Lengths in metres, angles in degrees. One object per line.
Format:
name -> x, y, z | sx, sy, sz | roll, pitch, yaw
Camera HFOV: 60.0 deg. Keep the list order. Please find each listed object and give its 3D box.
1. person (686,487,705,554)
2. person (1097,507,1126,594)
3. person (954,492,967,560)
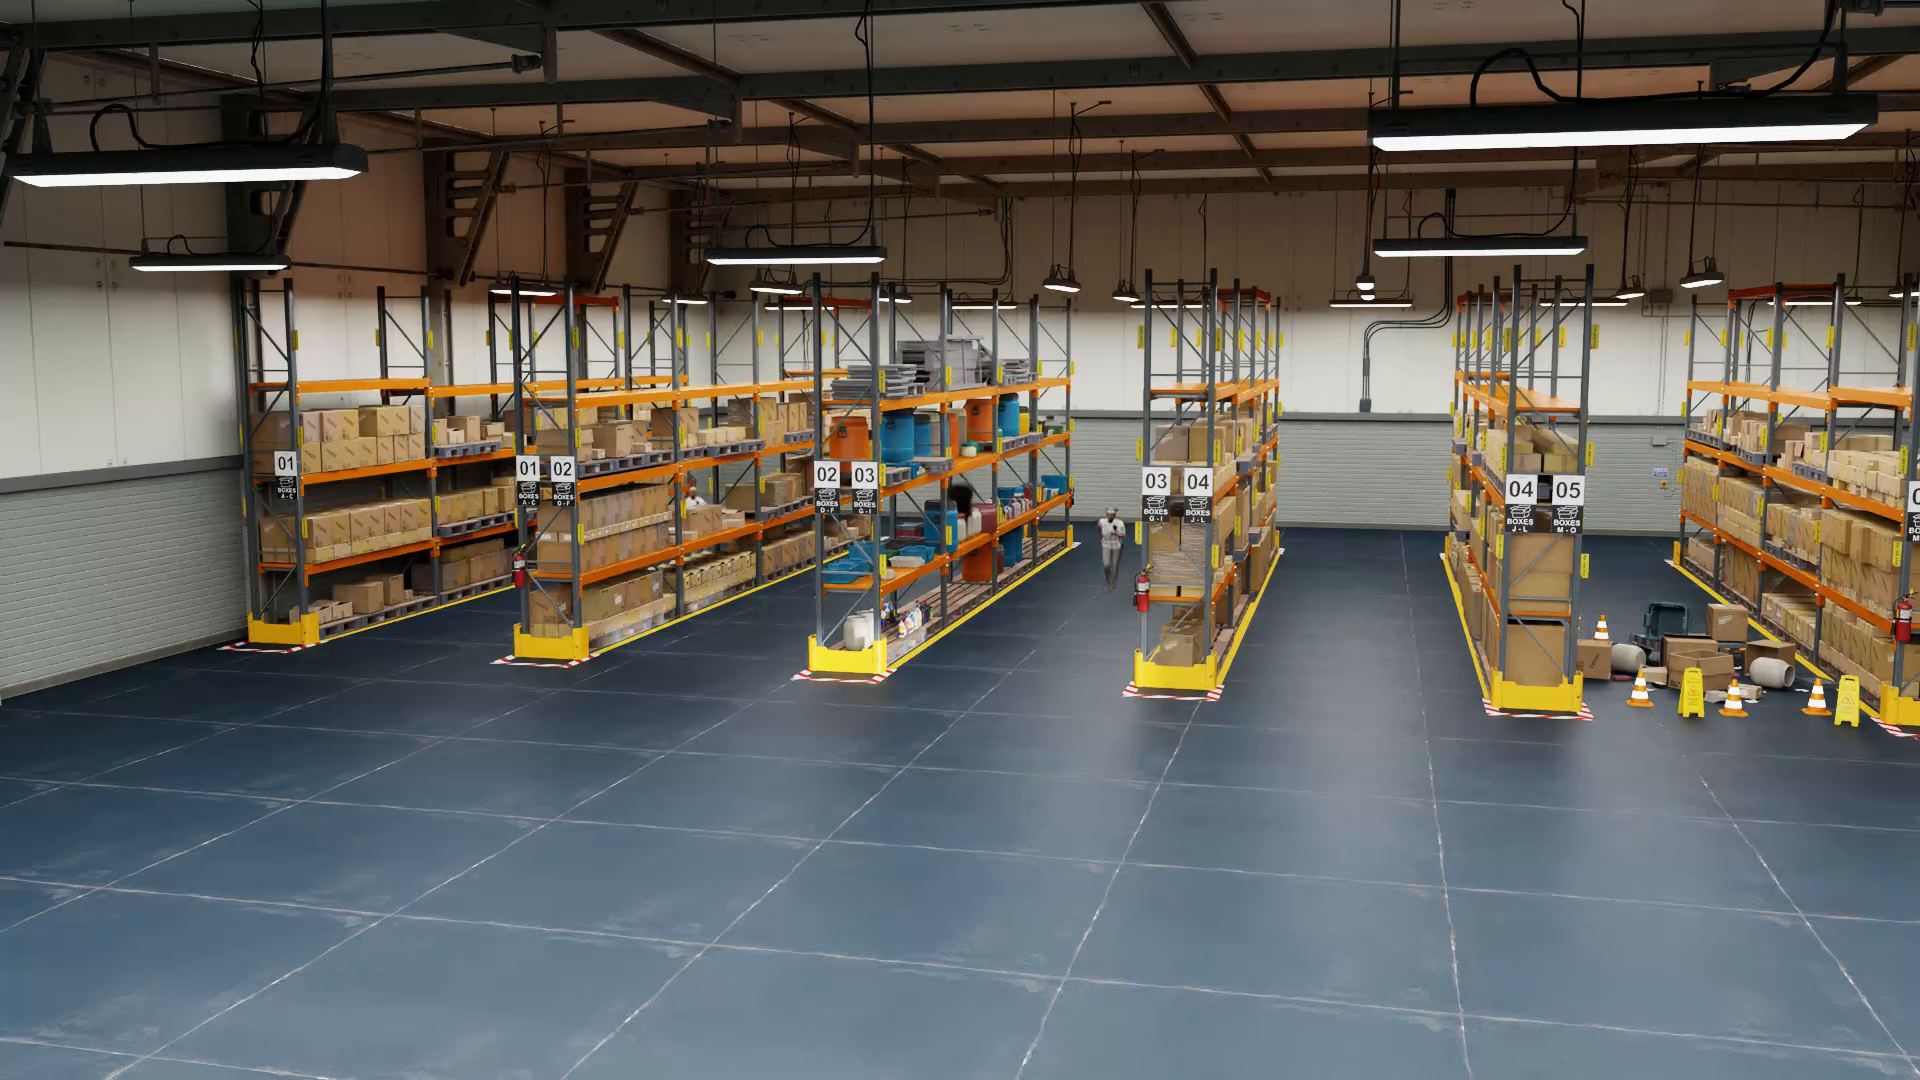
person -> -6.162, -0.426, 38.584 | 0.603, 1.625, 0.640 | 1, 7, 5
person -> 2.824, 0.182, 31.107 | 0.565, 1.665, 0.828 | 1, 7, 9
person -> -0.027, -0.339, 38.248 | 0.525, 1.561, 0.681 | 2, 7, 13
